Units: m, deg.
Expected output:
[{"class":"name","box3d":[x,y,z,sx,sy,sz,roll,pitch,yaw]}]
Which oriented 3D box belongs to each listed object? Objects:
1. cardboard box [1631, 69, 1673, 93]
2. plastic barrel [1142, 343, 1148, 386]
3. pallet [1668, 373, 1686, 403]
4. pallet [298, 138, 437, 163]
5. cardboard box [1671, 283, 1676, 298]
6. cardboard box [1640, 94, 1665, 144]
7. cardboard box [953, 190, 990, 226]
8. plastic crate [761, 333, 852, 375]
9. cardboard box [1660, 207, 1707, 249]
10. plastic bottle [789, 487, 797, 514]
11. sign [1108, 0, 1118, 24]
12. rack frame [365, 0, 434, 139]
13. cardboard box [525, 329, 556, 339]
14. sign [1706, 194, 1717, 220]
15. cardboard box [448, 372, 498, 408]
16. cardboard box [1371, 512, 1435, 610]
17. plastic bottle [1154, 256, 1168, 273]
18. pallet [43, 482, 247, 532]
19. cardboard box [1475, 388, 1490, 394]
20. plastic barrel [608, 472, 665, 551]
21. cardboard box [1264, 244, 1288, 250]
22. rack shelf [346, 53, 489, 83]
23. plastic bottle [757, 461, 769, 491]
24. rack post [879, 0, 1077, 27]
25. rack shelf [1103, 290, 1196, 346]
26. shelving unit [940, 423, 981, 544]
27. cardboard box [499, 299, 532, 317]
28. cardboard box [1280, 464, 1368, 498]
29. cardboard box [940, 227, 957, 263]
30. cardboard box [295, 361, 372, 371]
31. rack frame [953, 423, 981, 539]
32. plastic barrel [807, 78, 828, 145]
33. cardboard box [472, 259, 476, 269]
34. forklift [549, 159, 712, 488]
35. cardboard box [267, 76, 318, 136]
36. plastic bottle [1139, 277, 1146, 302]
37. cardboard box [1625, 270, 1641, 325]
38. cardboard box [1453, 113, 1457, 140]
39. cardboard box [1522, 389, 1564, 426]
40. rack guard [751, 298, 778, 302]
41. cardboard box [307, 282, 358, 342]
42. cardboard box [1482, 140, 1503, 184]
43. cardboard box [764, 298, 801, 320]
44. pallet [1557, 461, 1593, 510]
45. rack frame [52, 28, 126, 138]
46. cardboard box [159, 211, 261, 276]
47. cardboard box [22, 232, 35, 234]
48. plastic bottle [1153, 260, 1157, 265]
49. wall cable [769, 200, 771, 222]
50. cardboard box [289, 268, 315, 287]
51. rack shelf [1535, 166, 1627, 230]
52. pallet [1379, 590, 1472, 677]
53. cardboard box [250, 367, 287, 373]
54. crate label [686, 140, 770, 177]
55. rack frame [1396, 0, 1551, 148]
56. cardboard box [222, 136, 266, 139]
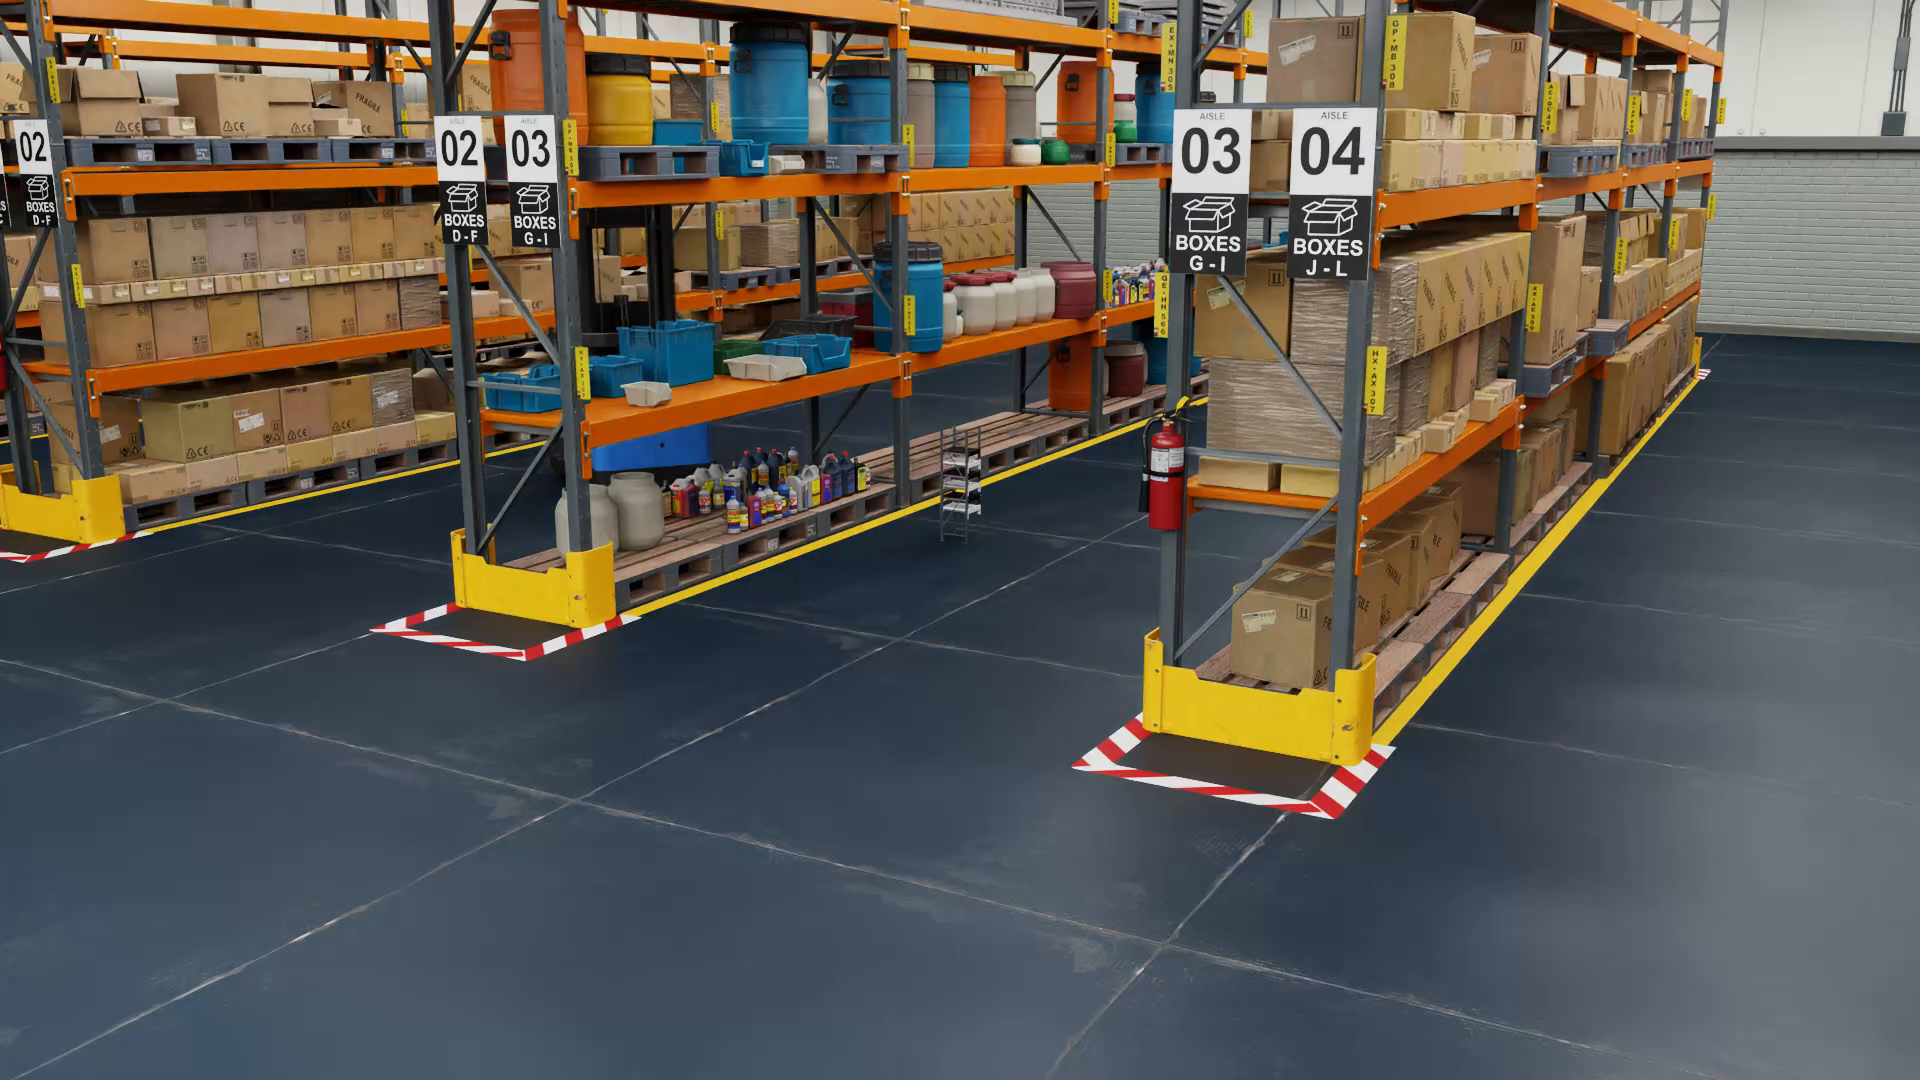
[{"class":"cardboard box","box3d":[7.770,-5.183,18.811,0.500,0.250,0.500,6,15,24]},{"class":"plastic barrel","box3d":[2.003,-2.062,19.600,0.421,0.512,0.421,0,14,0]},{"class":"pallet","box3d":[8.335,-1.910,20.505,1.003,0.211,1.213,7,15,28]},{"class":"pallet","box3d":[-5.617,-3.586,15.297,1.003,0.211,1.213,7,15,28]},{"class":"cardboard box","box3d":[7.998,-2.876,19.099,0.380,0.149,0.250,8,16,30]},{"class":"cardboard box","box3d":[7.038,-4.458,17.615,0.700,0.500,0.500,8,16,29]},{"class":"cardboard box","box3d":[0.109,-5.012,25.078,0.500,0.500,0.500,8,16,30]},{"class":"plastic crate","box3d":[-1.190,-1.457,12.993,0.499,0.251,0.616,7,15,28]},{"class":"cardboard box","box3d":[9.238,-3.994,21.286,0.500,0.500,0.500,8,16,29]},{"class":"plastic bottle","box3d":[-1.316,-0.310,12.950,0.097,0.201,0.097,0,14,0]},{"class":"sign","box3d":[1.526,-5.306,16.531,0.100,0.325,0.005,7,15,28]},{"class":"rack frame","box3d":[-5.227,-5.265,15.673,1.000,3.000,0.127,7,15,28]},{"class":"cardboard box","box3d":[-6.326,-3.379,24.340,0.750,0.750,0.750,8,16,30]},{"class":"sign","box3d":[9.712,-4.301,21.499,0.100,0.325,0.005,7,15,28]},{"class":"cardboard box","box3d":[-4.810,-1.545,16.818,0.500,0.311,0.500,7,15,28]},{"class":"cardboard box","box3d":[2.713,0.117,10.583,0.500,0.500,0.500,6,15,23]},{"class":"plastic bottle","box3d":[2.501,-3.360,20.677,0.144,0.351,0.185,7,15,28]},{"class":"pallet","box3d":[-6.828,-0.334,13.970,1.003,0.211,1.213,7,15,28]},{"class":"cardboard box","box3d":[3.293,-0.931,11.033,0.380,0.149,0.250,7,15,28]},{"class":"plastic barrel","box3d":[-2.333,-0.207,11.906,0.421,0.512,0.421,0,14,0]},{"class":"cardboard box","box3d":[2.039,-1.431,9.586,0.500,0.500,0.500,7,15,28]},{"class":"rack shelf","box3d":[-6.665,-6.513,23.235,1.077,0.370,4.000,7,15,28]},{"class":"plastic bottle","box3d":[-1.611,-0.512,13.641,0.097,0.271,0.097,0,14,0]},{"class":"rack post","box3d":[-0.016,-5.214,15.035,1.013,1.000,3.121,7,15,28]},{"class":"rack shelf","box3d":[2.007,-2.668,19.236,1.077,0.370,4.000,7,15,28]},{"class":"shelving unit","box3d":[0.004,-0.439,12.935,0.258,0.900,0.210,7,15,28]},{"class":"cardboard box","box3d":[-4.620,-2.385,17.064,0.380,0.149,0.250,7,15,28]},{"class":"cardboard box","box3d":[1.855,-0.314,8.473,0.380,0.149,0.250,7,15,28]},{"class":"cardboard box","box3d":[-0.387,-4.320,24.340,0.500,0.500,0.500,7,15,28]},{"class":"cardboard box","box3d":[-5.961,-1.418,15.885,0.500,0.500,0.500,7,15,28]},{"class":"rack frame","box3d":[0.053,-0.460,13.022,0.240,0.900,0.006,7,15,28]},{"class":"plastic barrel","box3d":[-1.273,-3.438,13.357,0.421,0.512,0.421,0,14,0]},{"class":"cardboard box","box3d":[-6.924,-3.820,22.972,0.380,0.149,0.250,7,15,27]},{"class":"forklift","box3d":[-3.229,-2.068,15.359,1.130,2.935,3.031,-6,15,-24]},{"class":"cardboard box","box3d":[-6.134,-3.806,14.605,0.797,0.503,0.637,9,16,34]},{"class":"plastic bottle","box3d":[2.012,-2.787,18.470,0.097,0.271,0.097,0,14,0]},{"class":"cardboard box","box3d":[6.341,-2.375,16.273,0.500,0.500,0.500,7,15,27]},{"class":"cardboard box","box3d":[2.583,-2.334,9.384,0.380,0.149,0.250,7,15,27]},{"class":"cardboard box","box3d":[4.831,-1.159,14.235,0.500,0.250,0.500,9,16,34]},{"class":"rack guard","box3d":[-3.753,-4.161,29.227,1.175,0.500,0.348,7,15,28]},{"class":"cardboard box","box3d":[-5.932,-2.094,15.107,0.700,0.500,0.500,8,16,29]},{"class":"cardboard box","box3d":[2.947,-2.277,9.997,0.500,0.250,0.500,7,15,28]},{"class":"cardboard box","box3d":[-2.291,-3.077,22.190,0.500,0.250,0.500,7,15,28]},{"class":"pallet","box3d":[4.997,-0.531,14.784,1.003,0.211,1.213,7,15,28]},{"class":"rack frame","box3d":[-9.566,-5.826,17.998,1.000,3.000,0.127,7,15,28]},{"class":"cardboard box","box3d":[-6.406,-2.525,14.124,0.700,0.500,0.500,7,15,28]},{"class":"cardboard box","box3d":[-9.976,-3.138,18.327,0.500,0.500,0.500,7,15,27]},{"class":"plastic bottle","box3d":[2.423,-3.345,20.755,0.061,0.283,0.133,7,15,28]},{"class":"wall cable","box3d":[-3.974,-6.235,30.328,0.084,1.984,1.851,7,15,28]},{"class":"cardboard box","box3d":[-5.912,-2.318,14.649,0.380,0.149,0.250,8,16,30]},{"class":"rack shelf","box3d":[4.409,-2.745,13.152,1.077,0.370,4.000,7,15,28]},{"class":"pallet","box3d":[2.560,0.523,10.414,1.003,0.211,1.213,7,15,28]},{"class":"cardboard box","box3d":[-8.736,-2.273,20.455,0.700,0.500,0.500,8,15,29]},{"class":"crate label","box3d":[-1.633,-2.699,11.745,0.502,0.251,0.408,7,15,28]},{"class":"rack frame","box3d":[3.443,-4.142,11.014,1.000,3.000,0.127,7,15,28]},{"class":"cardboard box","box3d":[-8.635,-4.976,19.766,0.500,0.500,0.500,7,15,26]}]
